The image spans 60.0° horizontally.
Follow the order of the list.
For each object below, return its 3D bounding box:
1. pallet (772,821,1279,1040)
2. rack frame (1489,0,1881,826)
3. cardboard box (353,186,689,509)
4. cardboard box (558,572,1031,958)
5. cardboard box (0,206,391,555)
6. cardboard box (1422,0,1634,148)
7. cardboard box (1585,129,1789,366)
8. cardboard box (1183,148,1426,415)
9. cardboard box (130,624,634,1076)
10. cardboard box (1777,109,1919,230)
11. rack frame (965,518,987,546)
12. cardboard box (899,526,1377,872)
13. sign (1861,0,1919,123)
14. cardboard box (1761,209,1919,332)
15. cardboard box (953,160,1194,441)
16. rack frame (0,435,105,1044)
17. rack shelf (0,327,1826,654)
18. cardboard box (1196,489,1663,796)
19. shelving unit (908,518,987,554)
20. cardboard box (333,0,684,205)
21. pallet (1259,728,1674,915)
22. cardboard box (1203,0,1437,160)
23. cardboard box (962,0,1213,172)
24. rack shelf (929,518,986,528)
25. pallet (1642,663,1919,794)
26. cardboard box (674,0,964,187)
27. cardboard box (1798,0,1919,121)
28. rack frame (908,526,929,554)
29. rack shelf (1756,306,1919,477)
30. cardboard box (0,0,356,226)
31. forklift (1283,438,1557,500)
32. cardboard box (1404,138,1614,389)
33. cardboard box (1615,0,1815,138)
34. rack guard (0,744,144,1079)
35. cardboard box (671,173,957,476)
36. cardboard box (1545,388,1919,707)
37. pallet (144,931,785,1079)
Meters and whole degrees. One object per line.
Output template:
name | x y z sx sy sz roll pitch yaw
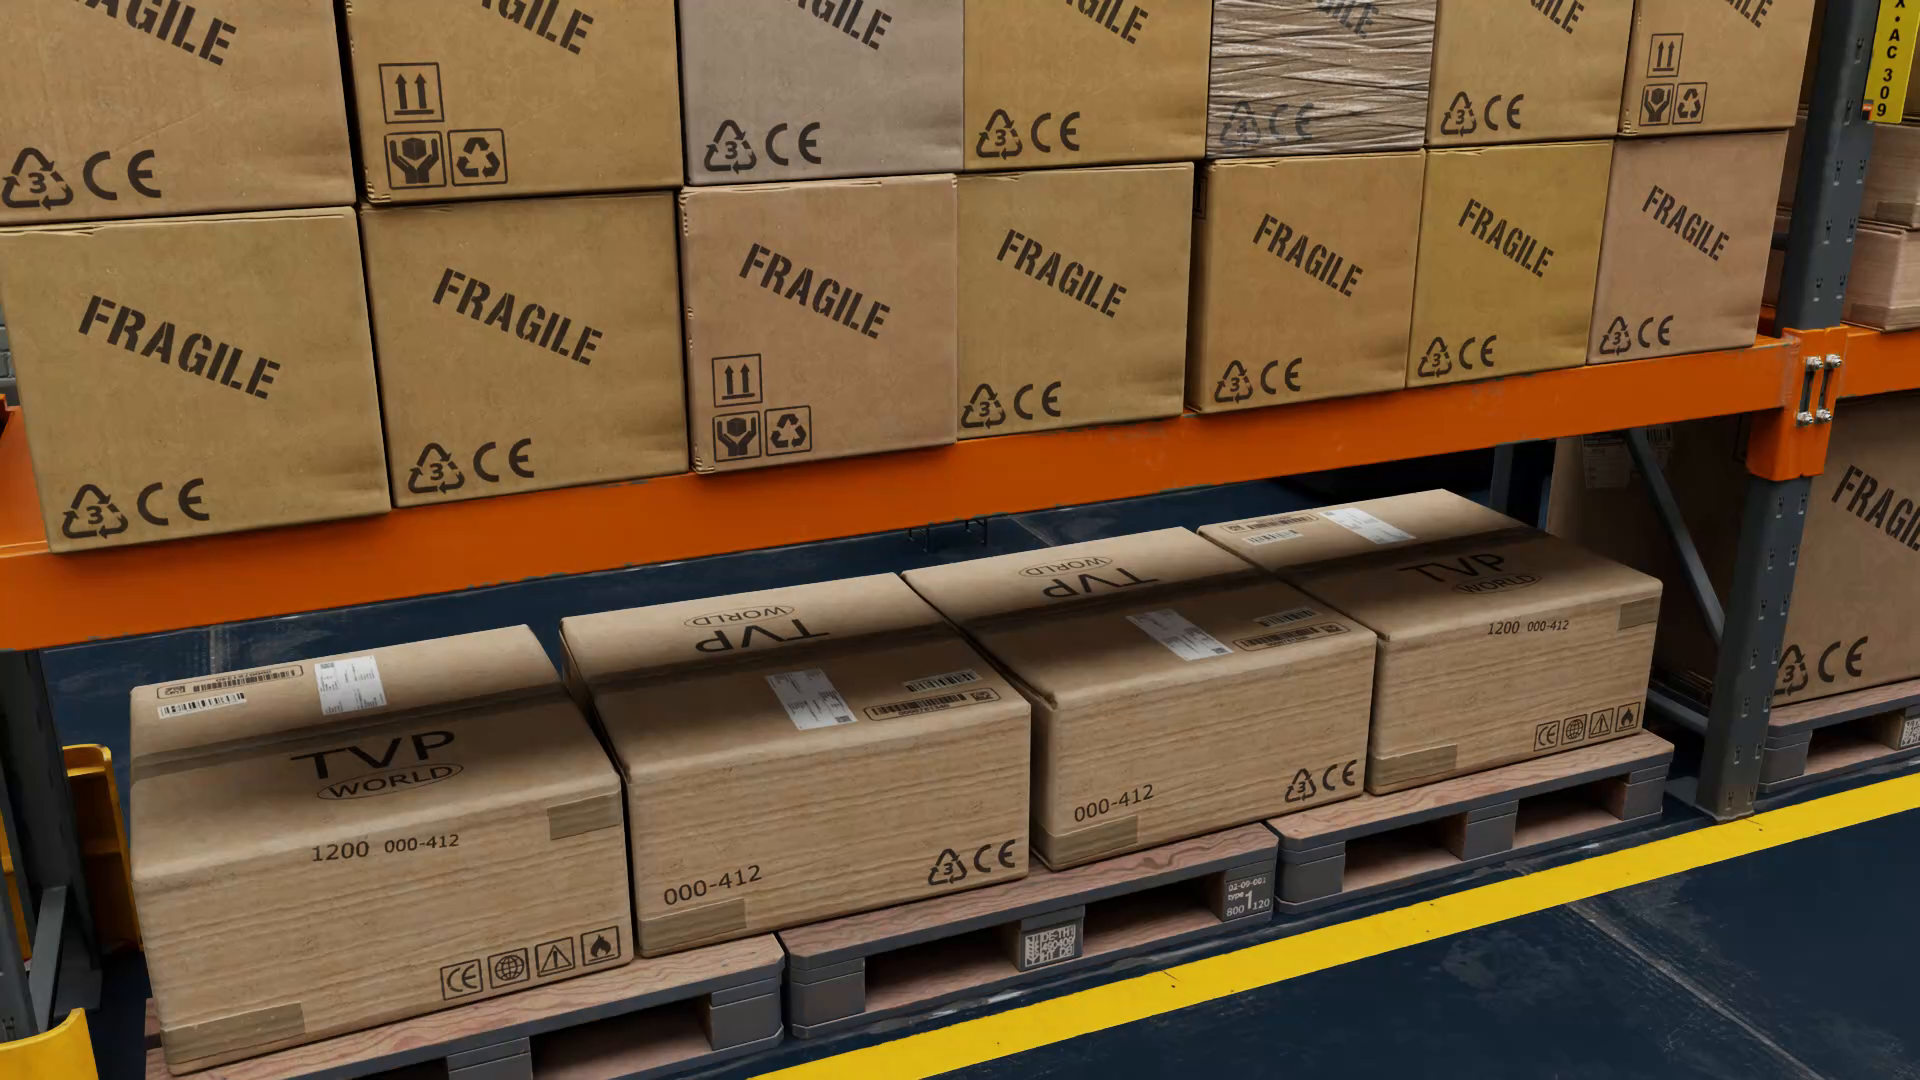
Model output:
pallet | 0.008 0.731 4.129 1.213 0.211 1.003 -8 21 -22
rack frame | 1.859 -0.822 4.341 0.127 3.000 1.000 -8 21 -22
cardboard box | -0.806 -0.394 2.974 0.500 0.500 0.500 -8 21 -23
cardboard box | -0.411 0.474 3.885 0.875 0.438 0.875 -8 21 -20
cardboard box | -1.260 -0.319 2.761 0.500 0.500 0.500 -8 21 -22
cardboard box | 1.066 -1.131 3.561 0.500 0.500 0.500 -8 21 -23
cardboard box | 1.534 -0.731 3.930 0.500 0.500 0.500 -8 21 -21
cardboard box | 0.608 -0.591 3.532 0.500 0.500 0.500 -8 21 -23
cardboard box | -1.248 0.597 3.536 0.875 0.438 0.875 -9 21 -24
cardboard box | 2.375 -0.959 4.203 0.500 0.250 0.500 -9 21 -23
rack frame | 0.063 -0.504 6.373 0.008 1.050 0.200 -8 21 -22
cardboard box | 0.418 0.356 4.220 0.875 0.438 0.875 -9 21 -24
sign | 2.080 -1.099 3.704 0.005 0.325 0.100 -8 21 -22
cardboard box | 2.367 -0.729 4.302 0.500 0.250 0.500 -9 21 -23
cardboard box | 0.121 -0.526 3.350 0.500 0.500 0.500 -7 21 -20
rack frame | -1.814 -0.296 2.847 0.127 3.000 1.000 -8 21 -22
rack shelf | 0.022 -0.220 3.714 4.000 0.370 1.077 -8 21 -22
cardboard box | 1.240 0.238 4.555 0.875 0.438 0.875 -8 21 -23
shelving unit | -0.049 -0.488 6.328 0.252 1.050 0.215 -8 21 -22
cardboard box | -0.789 -0.861 2.796 0.500 0.500 0.500 -9 21 -23
pallet | 1.130 0.569 4.588 1.213 0.211 1.003 -8 21 -22
cardboard box | 0.602 -1.061 3.362 0.500 0.500 0.500 -8 21 -21
cardboard box | 0.138 -0.997 3.182 0.500 0.500 0.500 -8 21 -22
rack shelf | -0.049 -0.216 6.423 0.240 0.259 0.215 -8 21 -22
pallet | 2.537 0.368 5.158 1.213 0.211 1.003 -8 21 -22
cardboard box | -0.319 -0.931 2.995 0.500 0.500 0.500 -8 21 -22
cardboard box | 2.377 -1.311 4.074 0.500 0.500 0.500 -8 21 -21
rack frame | -0.161 -0.472 6.282 0.008 1.050 0.200 -8 21 -22
rack shelf | 3.695 -0.746 5.208 4.000 0.370 1.077 -8 21 -22
cardboard box | -1.260 -0.791 2.597 0.500 0.500 0.500 -9 21 -23
forklift | 2.618 -1.876 7.436 3.031 2.935 1.130 -10 22 -27
cardboard box | 1.064 -0.661 3.733 0.500 0.500 0.500 -9 21 -23
cardboard box | 1.535 -1.195 3.743 0.500 0.500 0.500 -8 21 -22
rack guard | -1.836 0.886 3.253 0.348 0.500 1.175 -8 21 -22
cardboard box | -0.332 -0.455 3.148 0.500 0.500 0.500 -8 21 -22
cardboard box | 2.396 -0.124 4.925 0.875 0.875 0.875 -7 21 -20
pallet | -1.111 0.890 3.676 1.213 0.211 1.003 -8 21 -22
